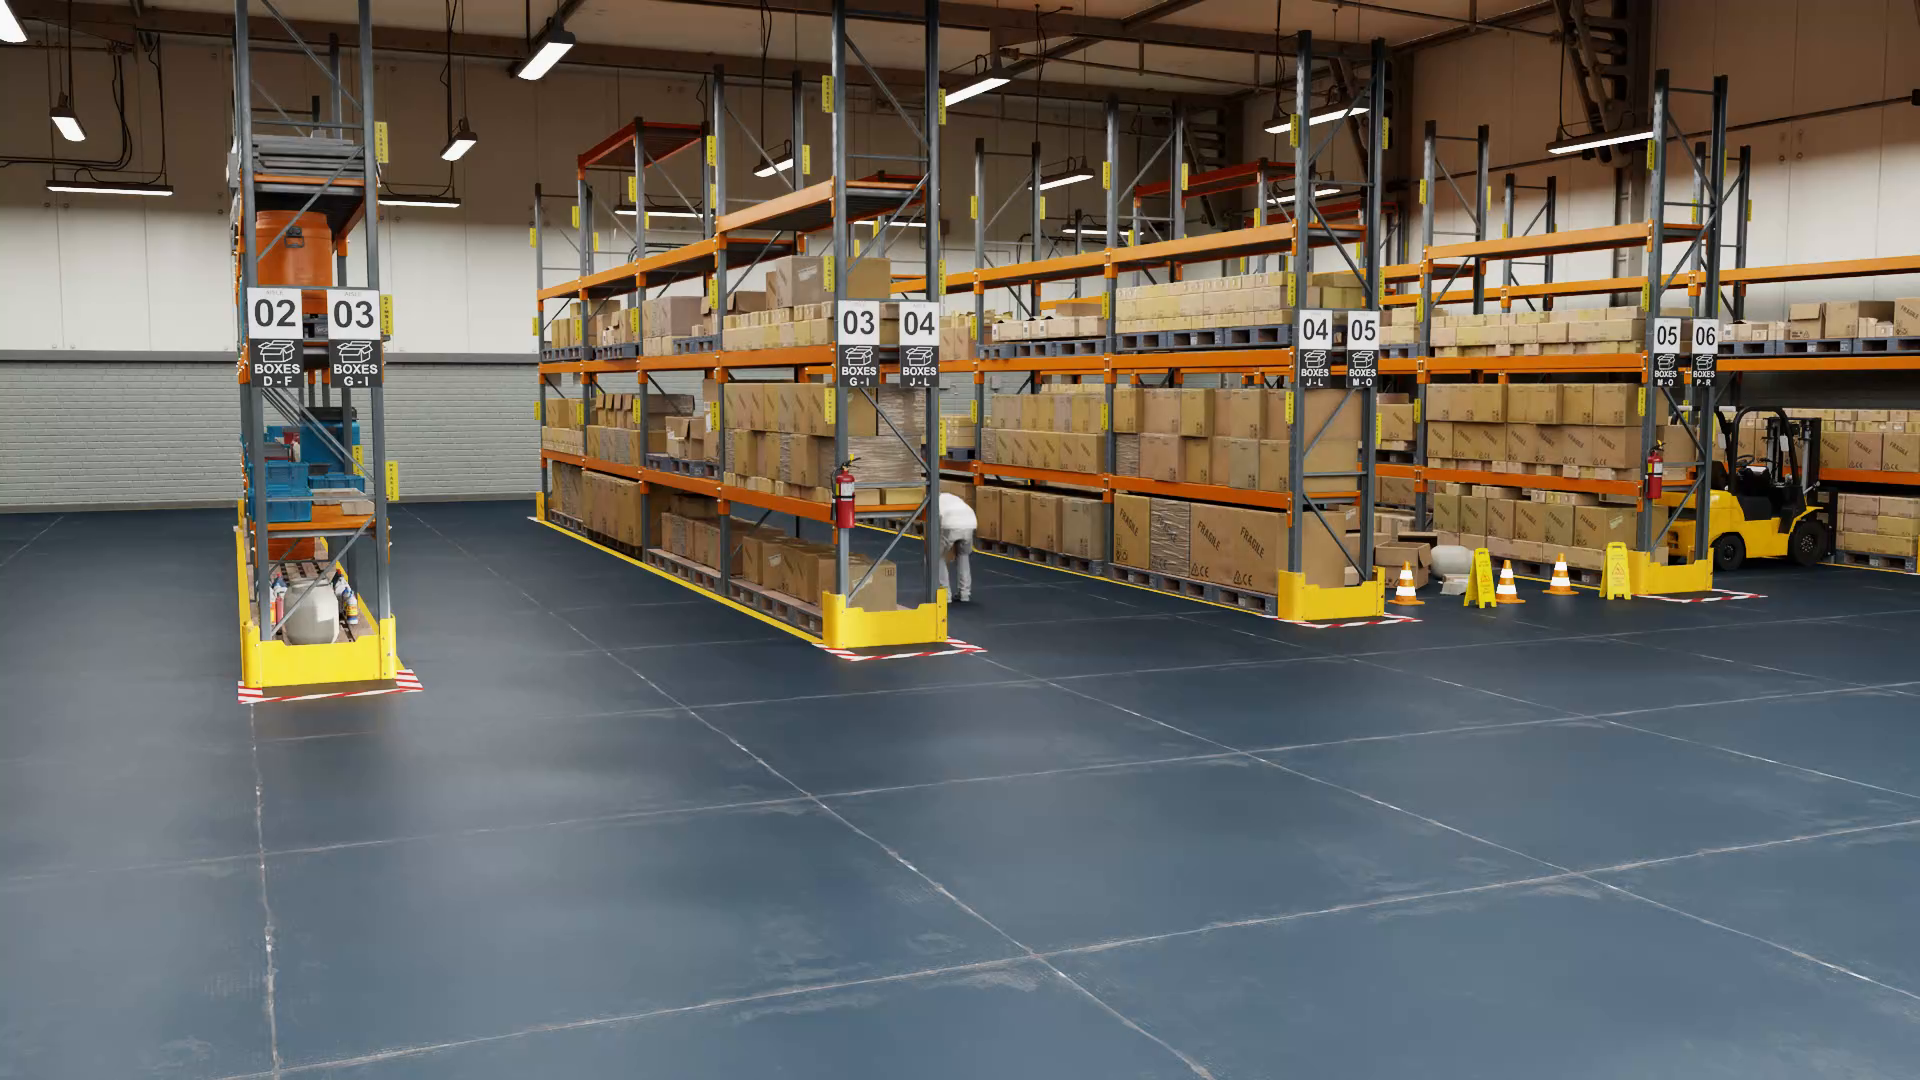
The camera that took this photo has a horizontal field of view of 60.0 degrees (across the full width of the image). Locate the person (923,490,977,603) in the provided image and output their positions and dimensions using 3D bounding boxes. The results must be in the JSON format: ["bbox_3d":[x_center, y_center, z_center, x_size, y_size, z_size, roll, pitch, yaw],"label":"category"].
[{"bbox_3d":[-0.162,0.044,18.903,0.502,1.265,0.947,-3,6,-26],"label":"person"}]
